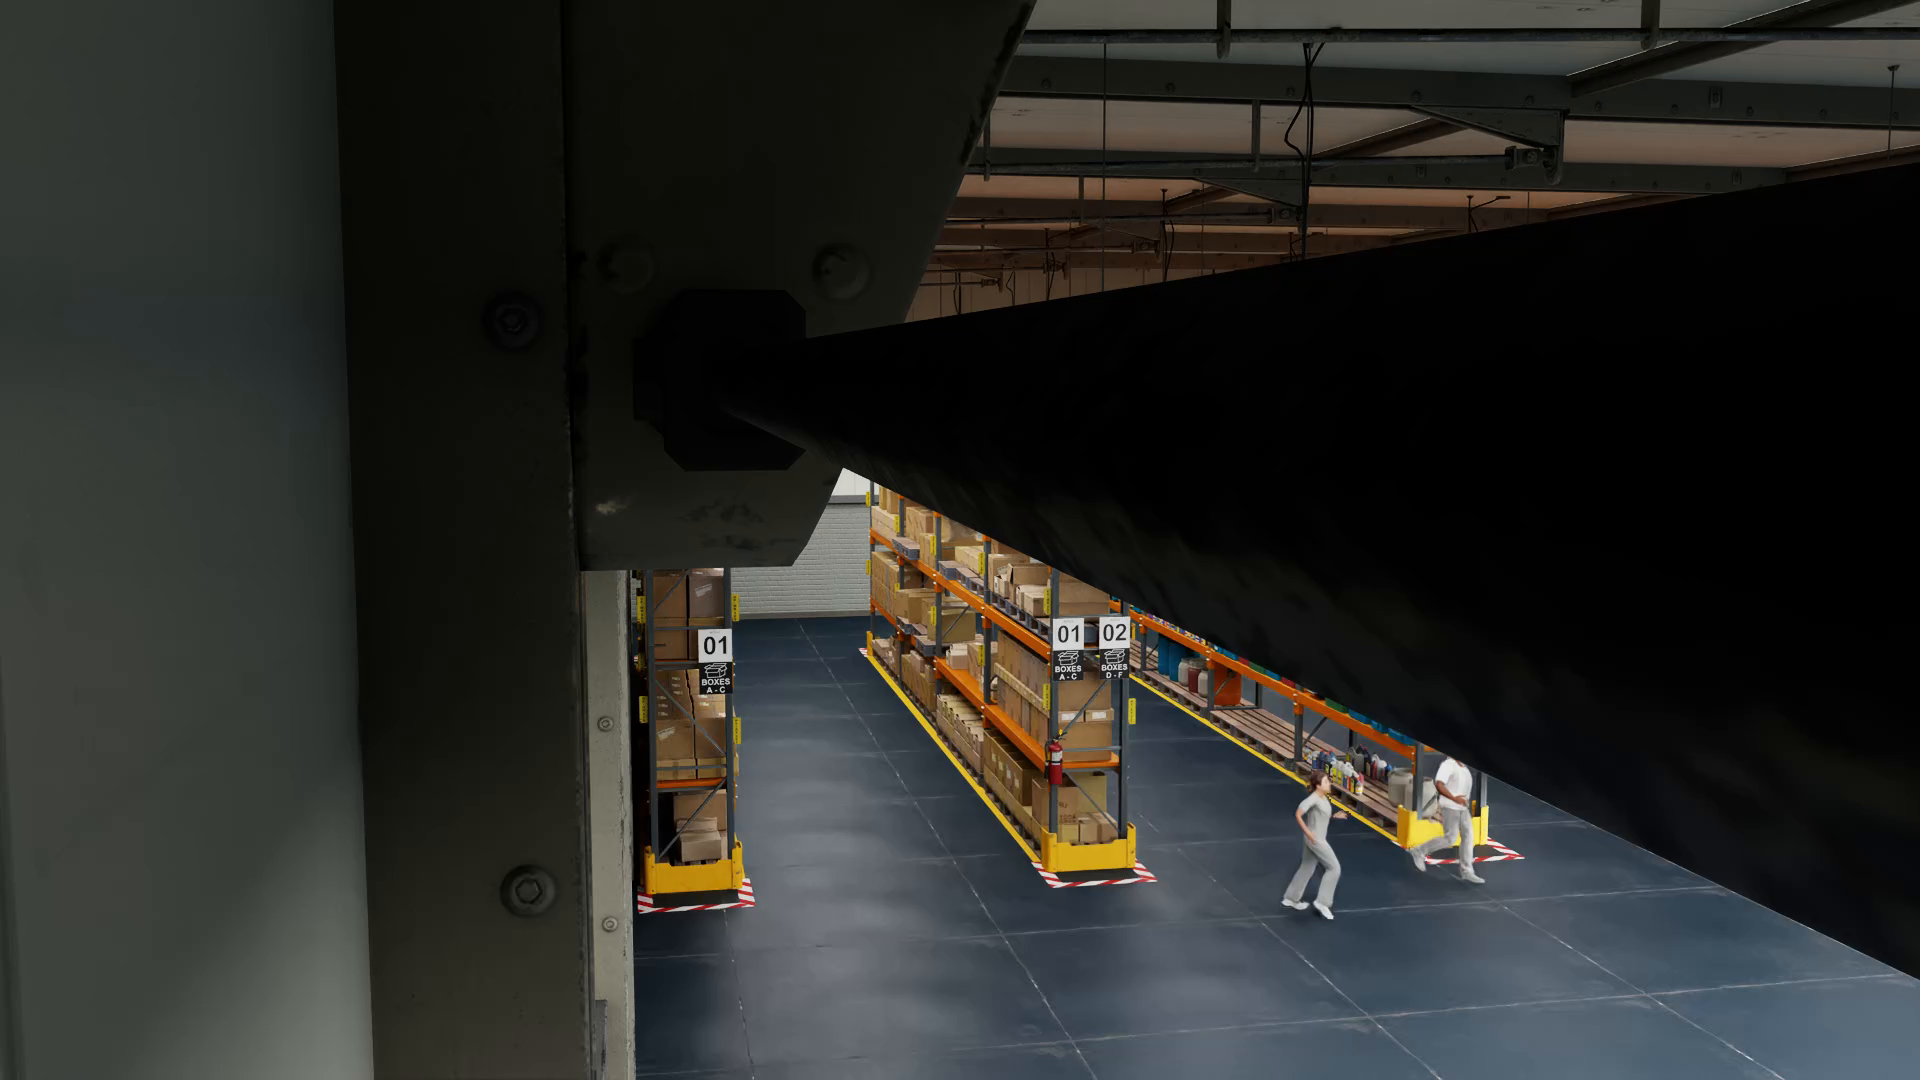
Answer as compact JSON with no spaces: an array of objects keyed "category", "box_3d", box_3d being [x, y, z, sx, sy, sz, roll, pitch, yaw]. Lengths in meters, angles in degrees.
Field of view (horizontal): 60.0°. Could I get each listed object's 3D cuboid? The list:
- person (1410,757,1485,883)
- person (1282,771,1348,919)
[{"category":"person","box_3d":[6.151,3.312,20.632,0.932,1.725,0.765,5,8,39]},{"category":"person","box_3d":[4.105,3.516,19.215,0.734,1.717,0.536,1,6,13]}]
